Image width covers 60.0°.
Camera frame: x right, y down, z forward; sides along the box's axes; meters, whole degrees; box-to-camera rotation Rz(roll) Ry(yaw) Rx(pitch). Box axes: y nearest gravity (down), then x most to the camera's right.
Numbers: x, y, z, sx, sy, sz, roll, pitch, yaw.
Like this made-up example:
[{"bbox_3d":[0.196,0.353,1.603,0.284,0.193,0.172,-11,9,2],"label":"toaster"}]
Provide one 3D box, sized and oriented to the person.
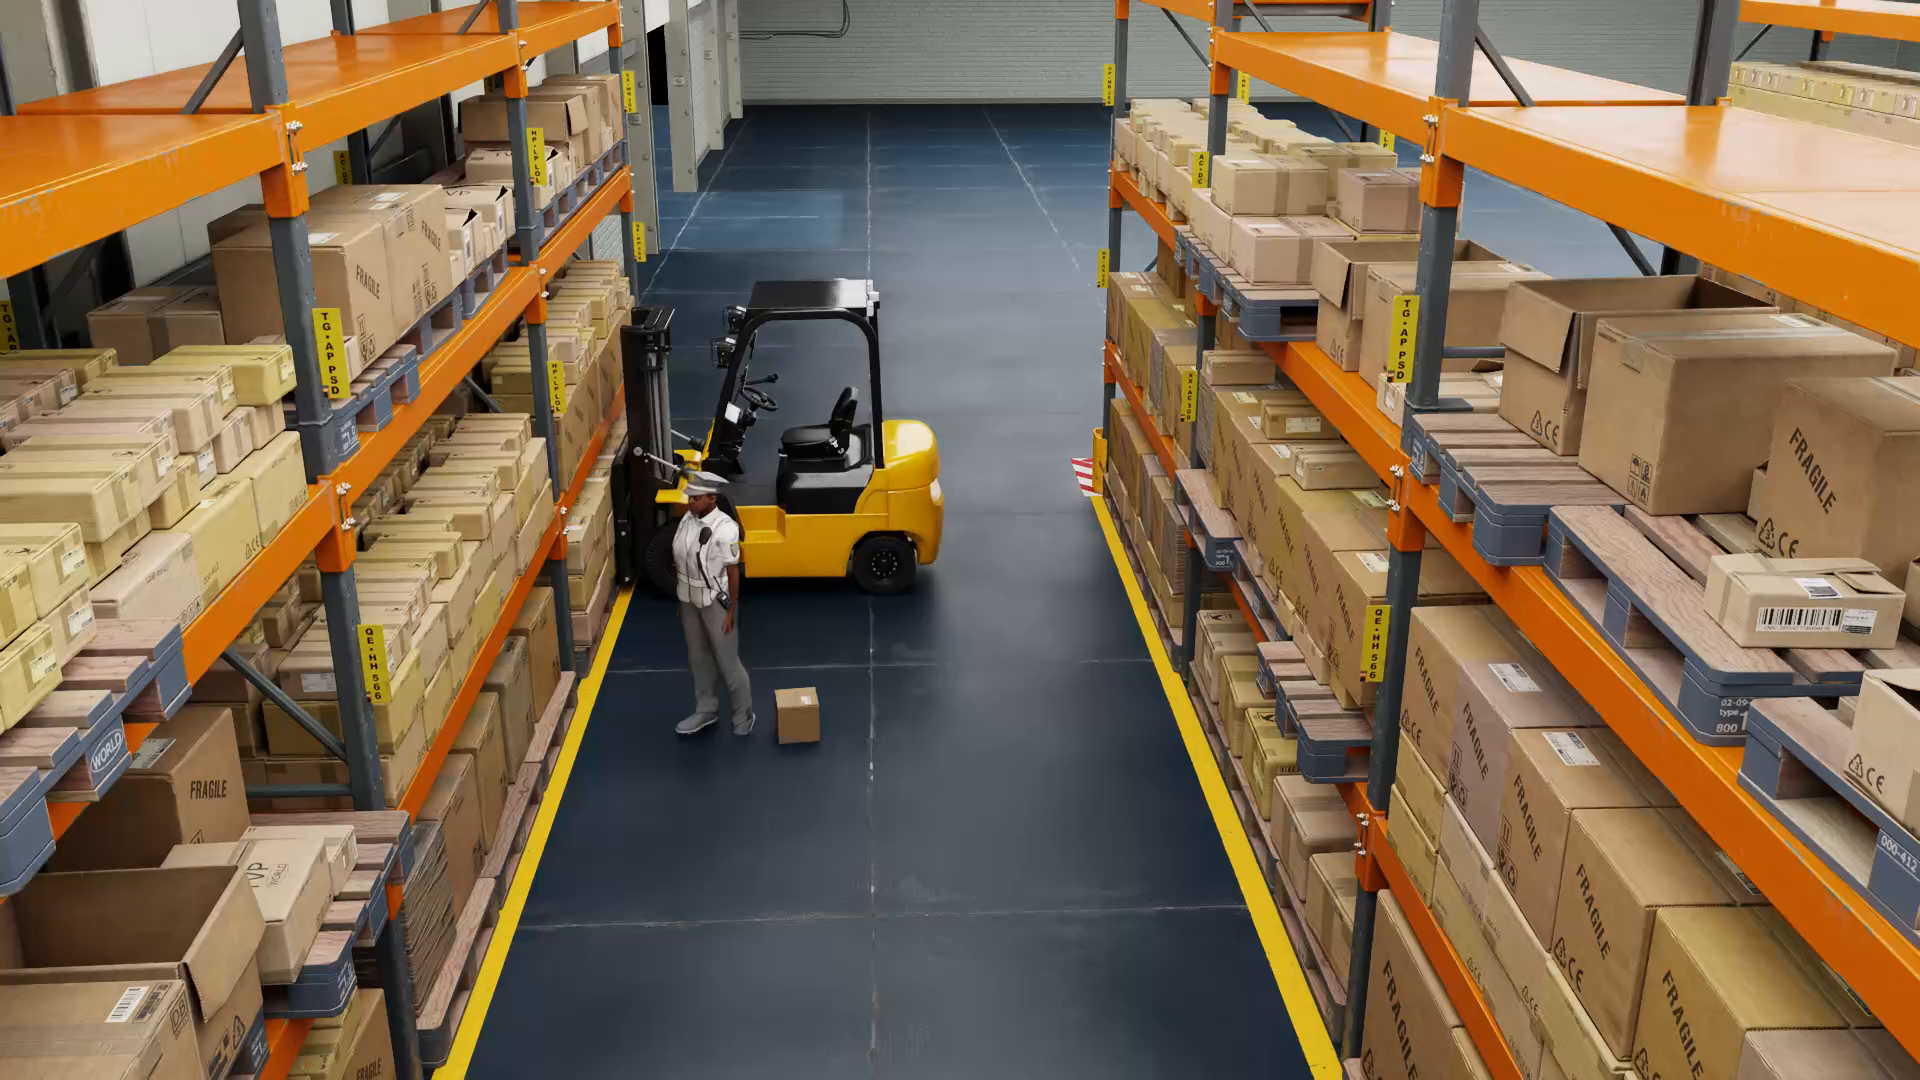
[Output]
[{"bbox_3d":[-1.535,0.428,10.029,0.455,1.785,0.392,17,26,37],"label":"person"}]
